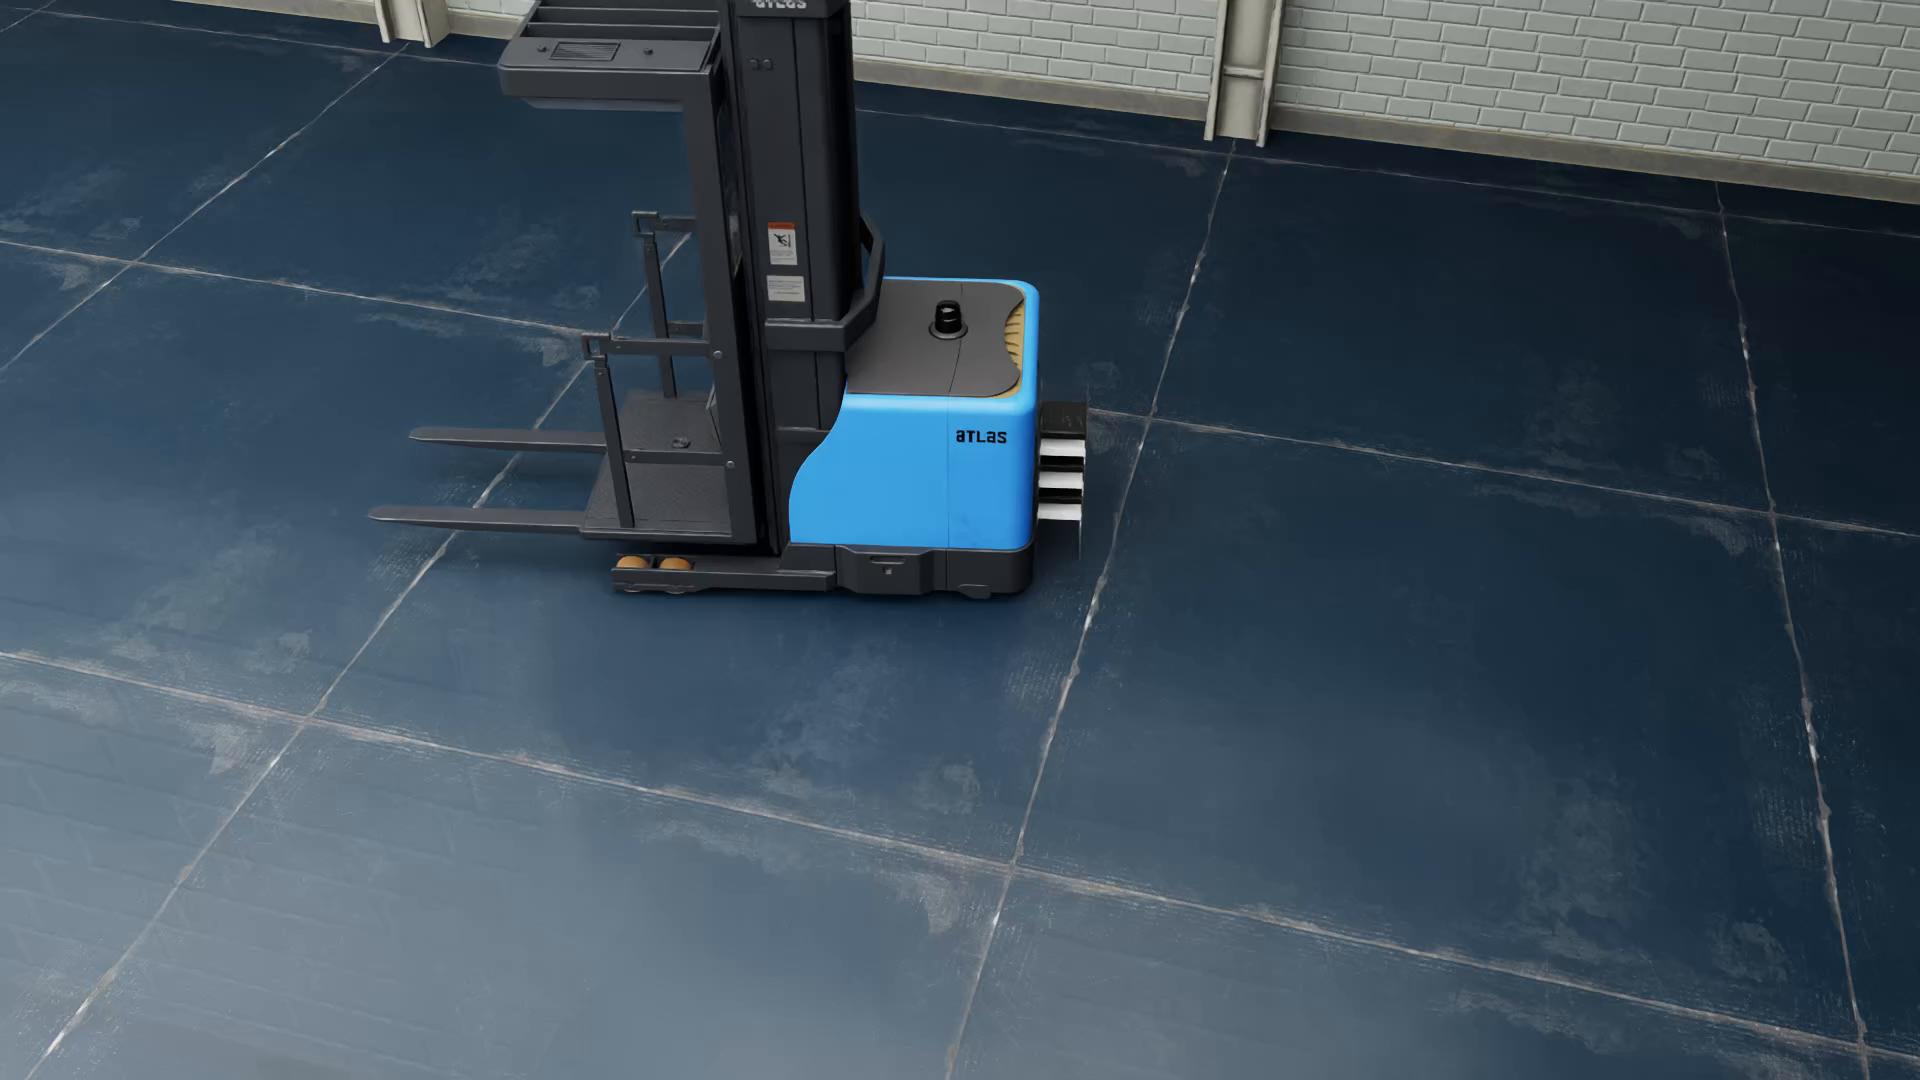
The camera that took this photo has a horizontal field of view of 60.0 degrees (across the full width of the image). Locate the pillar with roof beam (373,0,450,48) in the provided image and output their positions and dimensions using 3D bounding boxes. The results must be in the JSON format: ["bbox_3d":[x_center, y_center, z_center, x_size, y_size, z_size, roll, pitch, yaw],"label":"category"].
[{"bbox_3d":[-5.080,-4.453,6.080,0.400,9.000,9.100,10,41,11],"label":"pillar with roof beam"}]

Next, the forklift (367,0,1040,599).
[{"bbox_3d":[-1.165,-1.218,6.945,3.031,2.935,1.130,2,40,2],"label":"forklift"}]

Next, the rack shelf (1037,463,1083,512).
[{"bbox_3d":[0.455,-0.239,7.552,0.200,0.077,0.258,2,40,2],"label":"rack shelf"}]

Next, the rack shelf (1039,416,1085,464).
[{"bbox_3d":[0.455,-0.446,7.378,0.200,0.077,0.258,2,40,2],"label":"rack shelf"}]

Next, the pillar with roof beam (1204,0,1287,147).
[{"bbox_3d":[0.716,-3.456,4.892,0.400,9.000,9.100,10,41,11],"label":"pillar with roof beam"}]

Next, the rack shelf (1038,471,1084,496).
[{"bbox_3d":[0.455,-0.308,7.494,0.200,0.077,0.258,2,40,2],"label":"rack shelf"}]

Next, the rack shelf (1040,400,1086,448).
[{"bbox_3d":[0.455,-0.515,7.320,0.200,0.077,0.258,2,40,2],"label":"rack shelf"}]

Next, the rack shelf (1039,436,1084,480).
[{"bbox_3d":[0.455,-0.377,7.436,0.200,0.077,0.258,2,40,2],"label":"rack shelf"}]

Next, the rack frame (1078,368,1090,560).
[{"bbox_3d":[0.556,-0.330,7.468,0.006,0.900,0.240,2,40,2],"label":"rack frame"}]

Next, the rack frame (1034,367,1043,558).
[{"bbox_3d":[0.353,-0.337,7.477,0.006,0.900,0.240,2,40,2],"label":"rack frame"}]

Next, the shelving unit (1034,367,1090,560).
[{"bbox_3d":[0.455,-0.334,7.472,0.210,0.900,0.258,2,40,2],"label":"shelving unit"}]

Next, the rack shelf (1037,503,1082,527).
[{"bbox_3d":[0.455,-0.170,7.609,0.200,0.077,0.258,2,40,2],"label":"rack shelf"}]
